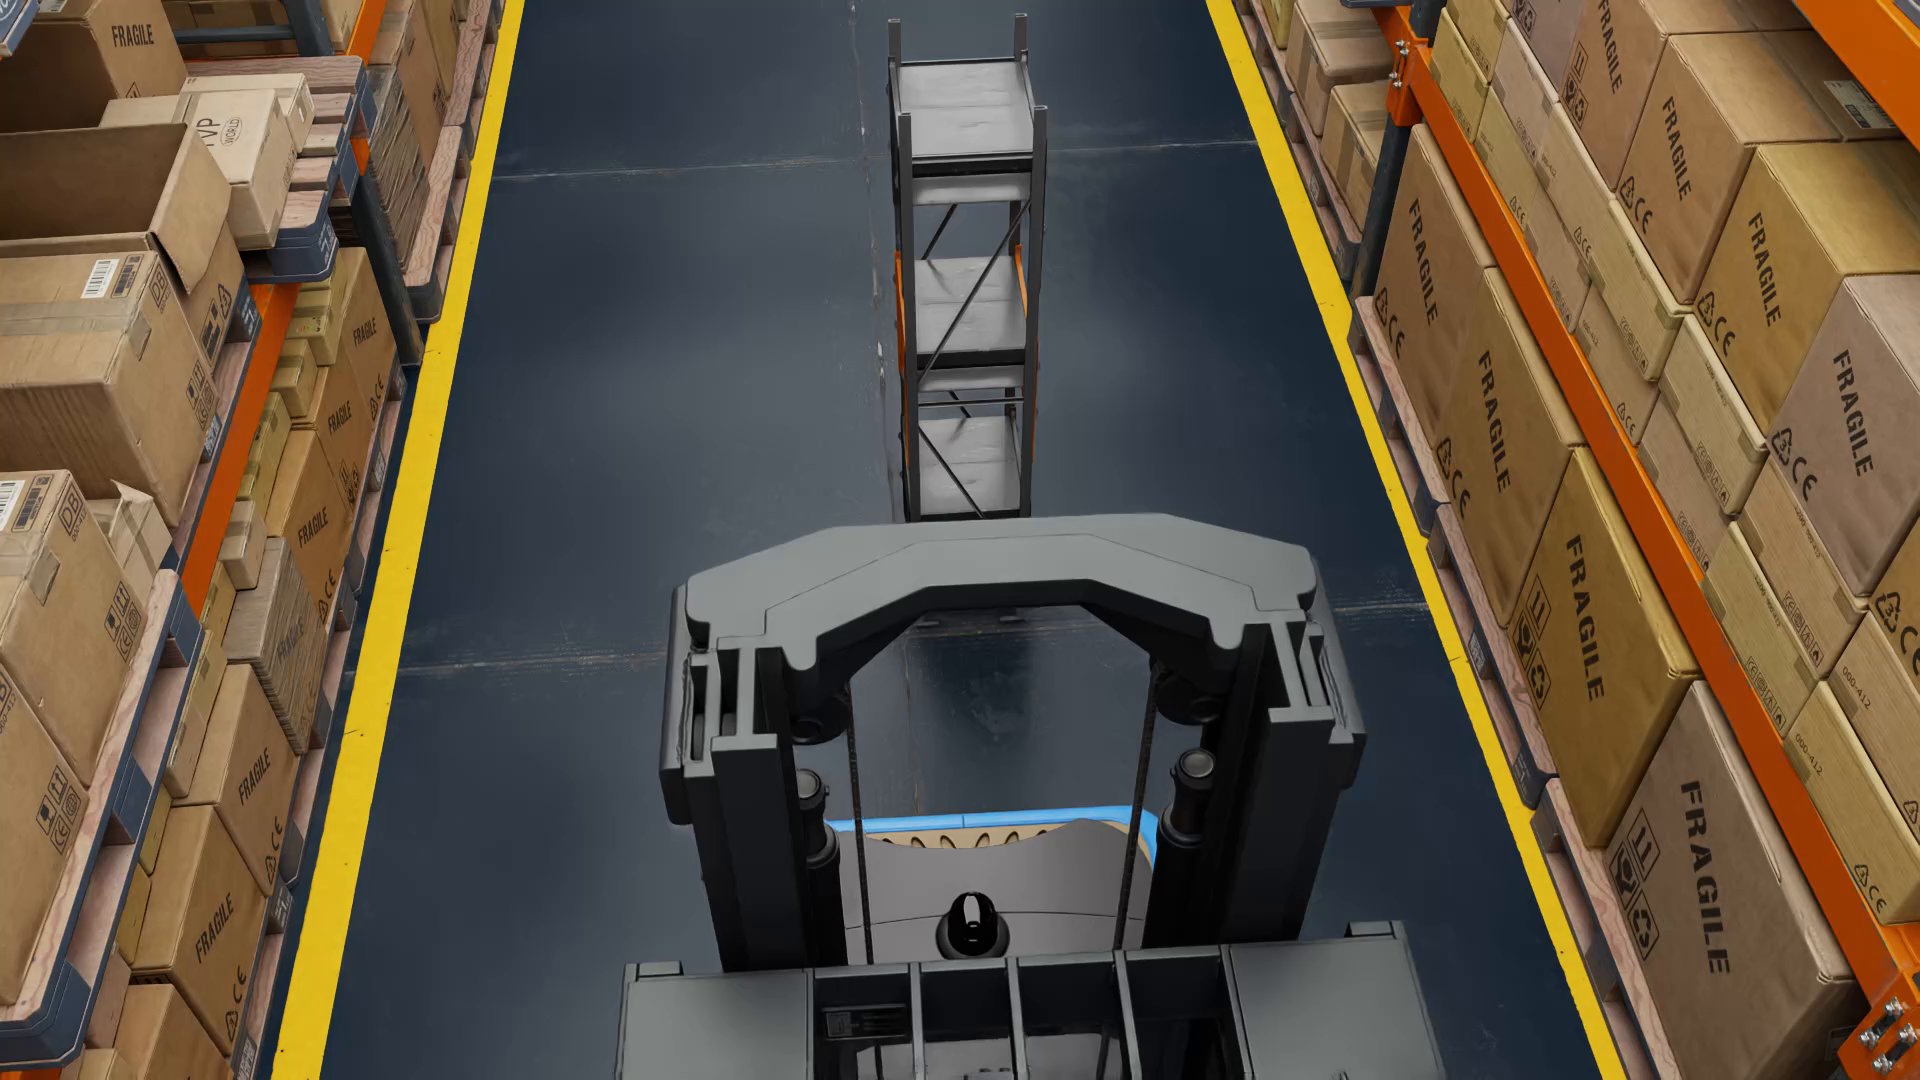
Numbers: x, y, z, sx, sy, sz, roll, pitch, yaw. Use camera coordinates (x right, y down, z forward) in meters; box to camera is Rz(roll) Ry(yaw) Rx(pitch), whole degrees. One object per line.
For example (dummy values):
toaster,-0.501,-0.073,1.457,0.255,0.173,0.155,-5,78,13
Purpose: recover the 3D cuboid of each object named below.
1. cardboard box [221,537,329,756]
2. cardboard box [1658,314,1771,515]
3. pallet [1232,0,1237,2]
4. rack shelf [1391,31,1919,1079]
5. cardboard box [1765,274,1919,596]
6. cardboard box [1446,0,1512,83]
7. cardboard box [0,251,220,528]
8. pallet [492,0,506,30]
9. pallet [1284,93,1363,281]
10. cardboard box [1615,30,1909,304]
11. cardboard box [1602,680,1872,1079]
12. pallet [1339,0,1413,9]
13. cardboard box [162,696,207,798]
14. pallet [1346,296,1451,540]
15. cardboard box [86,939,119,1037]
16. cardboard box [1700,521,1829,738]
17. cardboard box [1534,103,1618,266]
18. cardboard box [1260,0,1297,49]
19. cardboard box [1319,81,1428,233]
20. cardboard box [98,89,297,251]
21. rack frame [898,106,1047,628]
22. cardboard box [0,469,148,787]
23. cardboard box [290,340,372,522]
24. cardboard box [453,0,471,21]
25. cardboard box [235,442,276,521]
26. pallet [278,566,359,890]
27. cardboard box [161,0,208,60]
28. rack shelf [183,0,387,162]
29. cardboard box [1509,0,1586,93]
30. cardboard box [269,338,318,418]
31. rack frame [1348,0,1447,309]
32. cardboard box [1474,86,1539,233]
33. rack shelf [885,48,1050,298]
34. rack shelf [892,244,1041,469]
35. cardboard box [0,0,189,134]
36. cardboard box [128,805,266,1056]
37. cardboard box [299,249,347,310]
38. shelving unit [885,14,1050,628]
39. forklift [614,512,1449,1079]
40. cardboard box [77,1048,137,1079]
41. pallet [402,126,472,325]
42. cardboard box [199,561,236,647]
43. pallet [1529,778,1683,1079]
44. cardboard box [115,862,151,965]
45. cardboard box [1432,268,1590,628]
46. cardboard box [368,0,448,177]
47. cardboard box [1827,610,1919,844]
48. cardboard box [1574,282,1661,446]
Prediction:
cardboard box,-2.361,0.359,5.277,0.500,0.500,0.500,-5,47,-5
cardboard box,2.153,-0.336,4.261,0.500,0.250,0.500,-2,47,-2
pallet,1.928,-3.442,9.364,1.003,0.211,1.213,-3,47,-3
rack shelf,2.363,-0.375,5.035,1.077,0.370,4.000,-3,47,-3
cardboard box,2.192,-0.236,3.650,0.500,0.500,0.500,-3,47,-3
cardboard box,1.992,-1.808,5.656,0.500,0.250,0.500,-4,47,-4
cardboard box,-2.342,-0.356,4.163,0.700,0.500,0.500,-4,47,-3
pallet,-2.985,-3.170,9.107,1.003,0.211,1.213,-3,47,-3
pallet,2.132,-1.676,7.692,1.003,0.211,1.213,-3,47,-3
cardboard box,2.111,-0.977,4.352,0.500,0.500,0.500,-3,47,-3
cardboard box,2.399,0.967,4.442,0.875,0.875,0.875,-2,47,-2
pallet,2.030,-2.513,6.696,1.213,0.211,1.003,-3,47,-3
cardboard box,-2.334,0.584,4.617,0.380,0.149,0.250,-4,47,-3
pallet,2.187,-0.536,6.612,1.003,0.211,1.213,-3,47,-3
cardboard box,-2.250,1.058,3.963,0.380,0.149,0.250,-6,47,-5
cardboard box,2.200,0.198,4.100,0.500,0.250,0.500,-4,47,-4
cardboard box,2.064,-1.073,4.959,0.500,0.250,0.500,-4,47,-3
cardboard box,2.031,-2.802,8.359,0.950,0.372,0.625,-2,47,-2
cardboard box,2.158,-1.720,7.333,0.950,0.372,0.625,-6,47,-6
cardboard box,-2.339,-1.114,5.054,0.500,0.250,0.500,-5,47,-5
rack frame,0.034,-0.426,5.207,0.400,2.100,0.015,-3,47,-3
cardboard box,-2.276,0.212,3.625,0.700,0.500,0.500,-3,47,-3
cardboard box,-2.469,-0.394,5.990,0.500,0.500,0.500,-4,47,-4
cardboard box,-2.973,-3.048,8.417,0.875,0.625,0.625,-4,47,-4
cardboard box,-2.426,-0.168,5.329,0.380,0.149,0.250,-4,47,-4
pallet,-2.626,0.617,5.521,1.003,0.211,1.213,-3,47,-3
cardboard box,-3.043,-2.023,6.204,0.500,0.250,0.500,-4,47,-4
rack shelf,-2.918,-2.965,7.487,1.077,0.370,4.000,-3,47,-3
cardboard box,2.045,-1.718,5.053,0.500,0.500,0.500,-3,47,-3
cardboard box,-2.425,-0.542,5.683,0.380,0.149,0.250,-5,47,-5
rack frame,2.196,-2.070,6.144,1.000,3.000,0.127,-3,47,-3
cardboard box,2.047,-1.278,5.498,0.500,0.250,0.500,-5,47,-4
rack shelf,0.014,-1.074,4.876,0.431,0.518,0.480,-3,47,-3
rack shelf,0.014,-0.593,5.384,0.431,0.518,0.480,-3,47,-3
cardboard box,-2.863,-1.562,5.305,0.500,0.500,0.500,-2,47,-1
cardboard box,-2.286,1.096,4.579,0.500,0.500,0.500,-4,47,-4
cardboard box,-2.456,-0.931,6.052,0.380,0.149,0.250,-6,47,-5
shelving unit,0.014,-0.602,5.374,0.431,2.100,0.503,-3,47,-3
forklift,0.100,1.482,2.828,1.130,2.935,3.031,-3,47,-2
cardboard box,-2.180,1.345,3.896,0.380,0.149,0.250,-1,47,-1
pallet,-2.780,-1.404,7.435,1.003,0.211,1.213,-3,47,-3
cardboard box,-2.404,0.211,4.970,0.380,0.149,0.250,-3,47,-3
pallet,2.391,1.230,4.940,1.003,0.211,1.213,-3,47,-3
cardboard box,-2.313,0.965,4.256,0.380,0.149,0.250,-6,47,-5
cardboard box,2.241,-0.333,5.674,0.875,0.875,0.875,-3,47,-3
cardboard box,-2.851,-2.017,7.441,0.875,0.625,0.625,-2,47,-2
cardboard box,2.251,0.400,3.564,0.500,0.250,0.500,-4,47,-3
cardboard box,2.129,-0.541,4.800,0.500,0.250,0.500,-3,47,-3
